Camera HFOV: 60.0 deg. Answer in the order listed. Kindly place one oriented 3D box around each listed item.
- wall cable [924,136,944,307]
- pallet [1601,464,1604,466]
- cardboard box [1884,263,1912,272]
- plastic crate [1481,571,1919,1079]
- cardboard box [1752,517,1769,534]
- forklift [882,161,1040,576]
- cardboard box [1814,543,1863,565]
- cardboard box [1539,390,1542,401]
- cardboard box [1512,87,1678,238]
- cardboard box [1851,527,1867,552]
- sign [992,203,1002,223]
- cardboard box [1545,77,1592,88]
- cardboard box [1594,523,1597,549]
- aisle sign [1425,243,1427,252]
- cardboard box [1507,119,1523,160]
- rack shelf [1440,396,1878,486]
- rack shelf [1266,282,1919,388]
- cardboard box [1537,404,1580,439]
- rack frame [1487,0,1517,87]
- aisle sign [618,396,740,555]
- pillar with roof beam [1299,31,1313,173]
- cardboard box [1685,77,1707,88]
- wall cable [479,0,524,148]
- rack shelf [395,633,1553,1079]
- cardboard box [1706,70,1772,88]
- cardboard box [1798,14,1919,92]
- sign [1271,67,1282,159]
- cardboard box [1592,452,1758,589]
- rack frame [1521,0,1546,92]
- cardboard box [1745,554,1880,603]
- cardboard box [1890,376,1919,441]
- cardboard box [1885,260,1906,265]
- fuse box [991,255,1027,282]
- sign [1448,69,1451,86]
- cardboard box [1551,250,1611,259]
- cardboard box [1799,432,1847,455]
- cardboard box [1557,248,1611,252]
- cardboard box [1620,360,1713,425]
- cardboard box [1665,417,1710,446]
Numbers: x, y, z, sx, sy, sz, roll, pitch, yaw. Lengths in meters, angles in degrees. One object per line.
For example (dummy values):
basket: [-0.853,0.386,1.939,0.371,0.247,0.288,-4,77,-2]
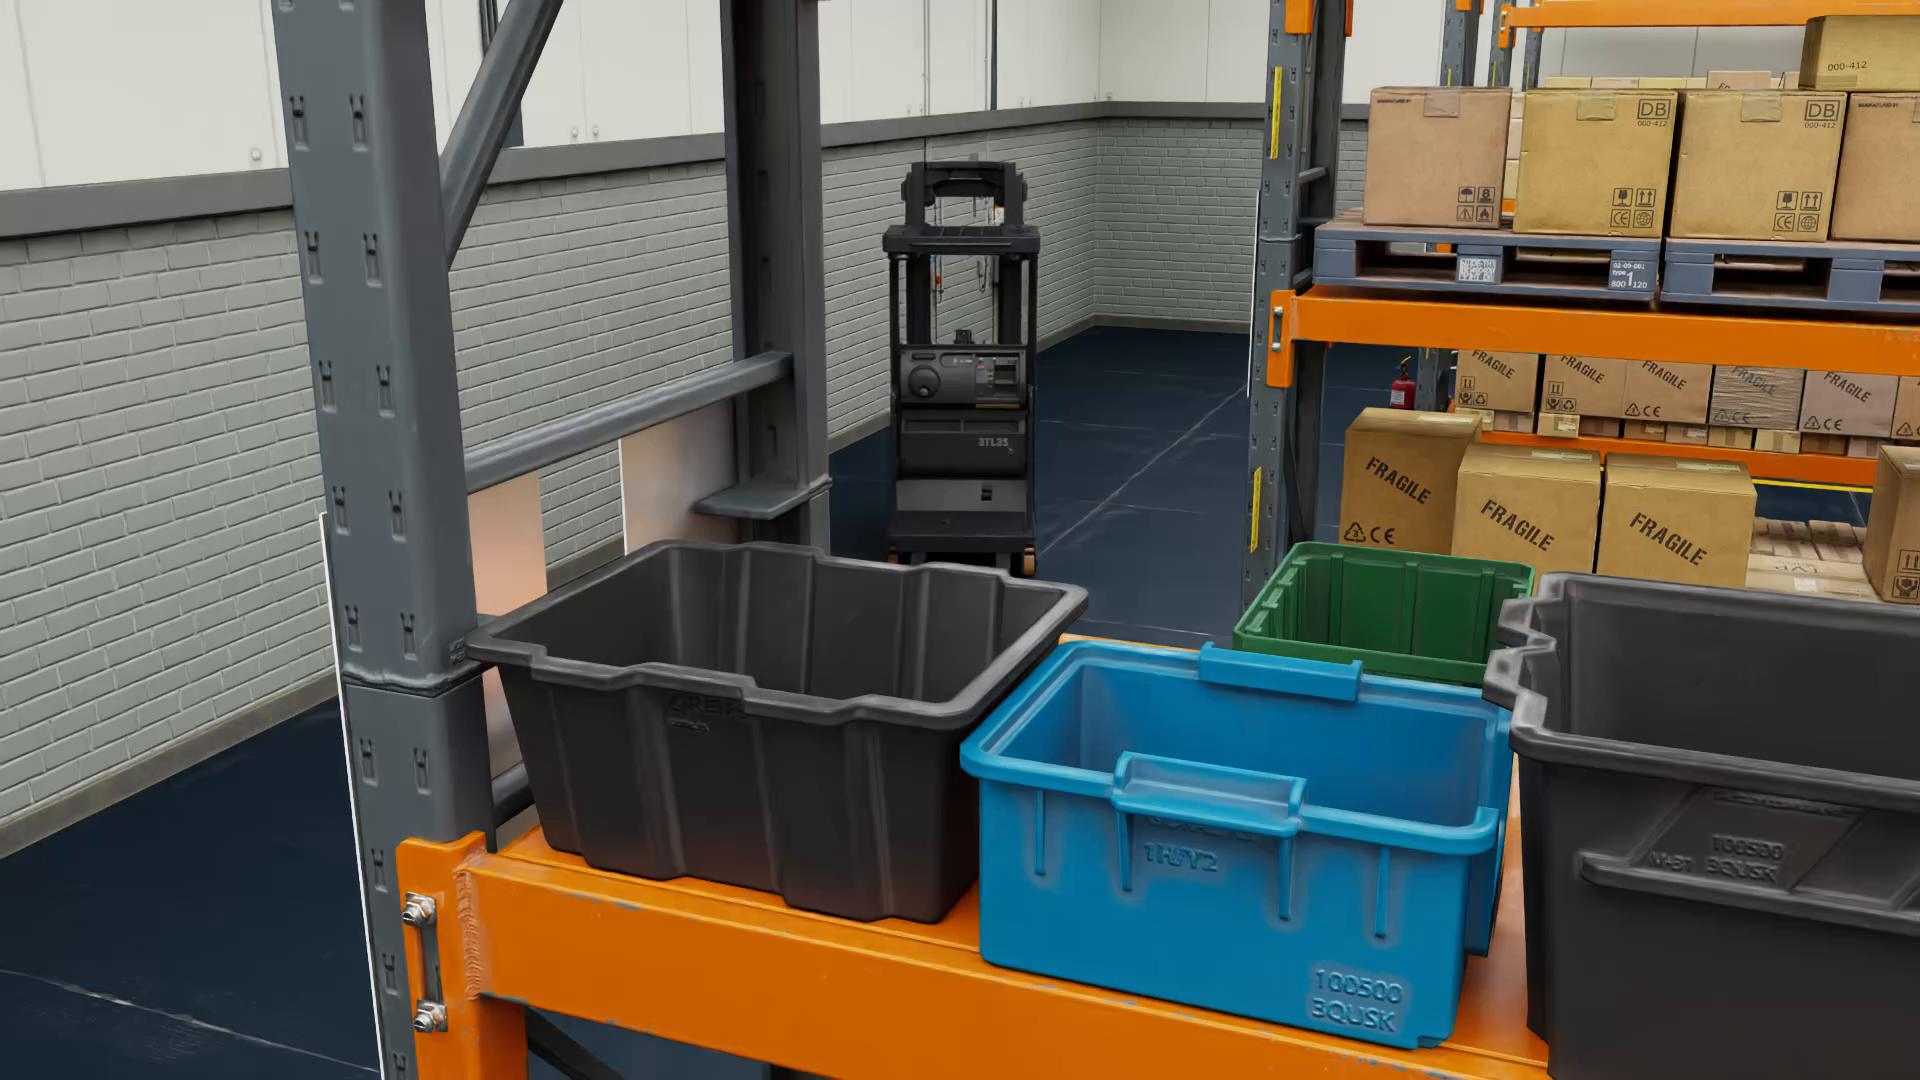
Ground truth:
wall cable: [-0.251,-3.451,17.802,0.123,1.953,0.585,6,17,21]
pallet: [5.776,-0.976,16.158,1.213,0.211,1.003,6,17,21]
cardboard box: [5.512,-1.430,10.214,0.500,0.500,0.500,7,18,22]
plastic crate: [0.870,0.295,1.510,0.767,0.338,0.504,6,17,21]
cardboard box: [5.313,-0.048,11.250,0.250,0.149,0.380,6,17,21]
forklift: [0.019,-1.225,12.137,1.130,2.935,3.031,0,16,1]
cardboard box: [5.590,0.149,10.573,0.250,0.149,0.380,5,17,18]
cardboard box: [3.906,-0.967,11.575,0.250,0.149,0.380,6,17,21]
cardboard box: [2.350,-1.417,6.182,0.500,0.500,0.700,6,17,19]
cardboard box: [6.019,0.042,10.943,0.250,0.149,0.380,6,17,19]
sign: [0.443,-3.881,19.681,0.001,0.242,0.339,6,17,21]
cardboard box: [7.142,-5.306,19.528,0.500,0.250,0.500,6,17,20]
cardboard box: [4.132,-0.004,11.099,0.250,0.149,0.380,6,17,20]
aisle sign: [3.103,-2.261,10.919,0.004,0.787,0.394,6,17,21]
cardboard box: [3.603,-2.578,10.666,0.500,0.250,0.500,7,17,22]
rack shelf: [5.141,-0.533,10.919,4.000,0.370,1.077,6,17,21]
rack shelf: [3.228,-0.697,6.106,4.000,0.370,1.077,6,17,21]
cardboard box: [3.945,-0.787,10.956,0.250,0.149,0.380,6,17,19]
rack frame: [5.003,-5.258,15.145,0.127,3.000,1.000,6,17,21]
aisle sign: [-0.410,0.146,2.628,0.004,0.787,0.394,6,17,21]
pillar with roof beam: [3.064,-5.939,17.490,0.400,9.000,9.100,6,17,21]
cardboard box: [8.558,-5.151,18.997,0.500,0.250,0.500,7,18,22]
wall cable: [-2.628,-5.705,10.915,0.120,5.999,2.277,6,17,21]
rack shelf: [1.410,0.587,1.681,4.000,0.370,1.077,6,17,21]
cardboard box: [6.823,-3.870,14.633,0.500,0.500,0.500,7,17,22]
cardboard box: [3.242,-1.696,5.798,0.500,0.250,0.500,6,17,19]
sign: [1.158,-1.562,6.083,0.005,0.325,0.100,6,17,21]
cardboard box: [2.664,-0.016,6.239,0.500,0.500,0.500,6,17,19]
rack frame: [6.821,-6.546,19.581,0.127,3.000,1.000,6,17,21]
cardboard box: [3.346,0.259,6.636,0.500,0.250,0.500,6,17,21]
cardboard box: [5.966,-0.894,10.161,0.500,0.500,0.500,6,17,19]
cardboard box: [5.726,-1.563,10.670,0.500,0.500,0.500,7,17,22]
fuse box: [0.656,-2.859,19.952,0.414,1.711,0.539,6,17,21]
sign: [3.082,-2.802,10.499,0.005,0.325,0.100,6,17,21]
cardboard box: [4.073,-1.589,10.761,0.500,0.500,0.500,7,18,22]
cardboard box: [5.432,-0.655,10.501,0.250,0.149,0.380,6,17,20]
cardboard box: [4.269,-1.720,11.211,0.500,0.500,0.500,6,17,19]
cardboard box: [4.556,-1.055,10.714,0.500,0.500,0.500,7,17,21]
cardboard box: [4.698,-0.730,10.758,0.250,0.149,0.380,6,17,20]
